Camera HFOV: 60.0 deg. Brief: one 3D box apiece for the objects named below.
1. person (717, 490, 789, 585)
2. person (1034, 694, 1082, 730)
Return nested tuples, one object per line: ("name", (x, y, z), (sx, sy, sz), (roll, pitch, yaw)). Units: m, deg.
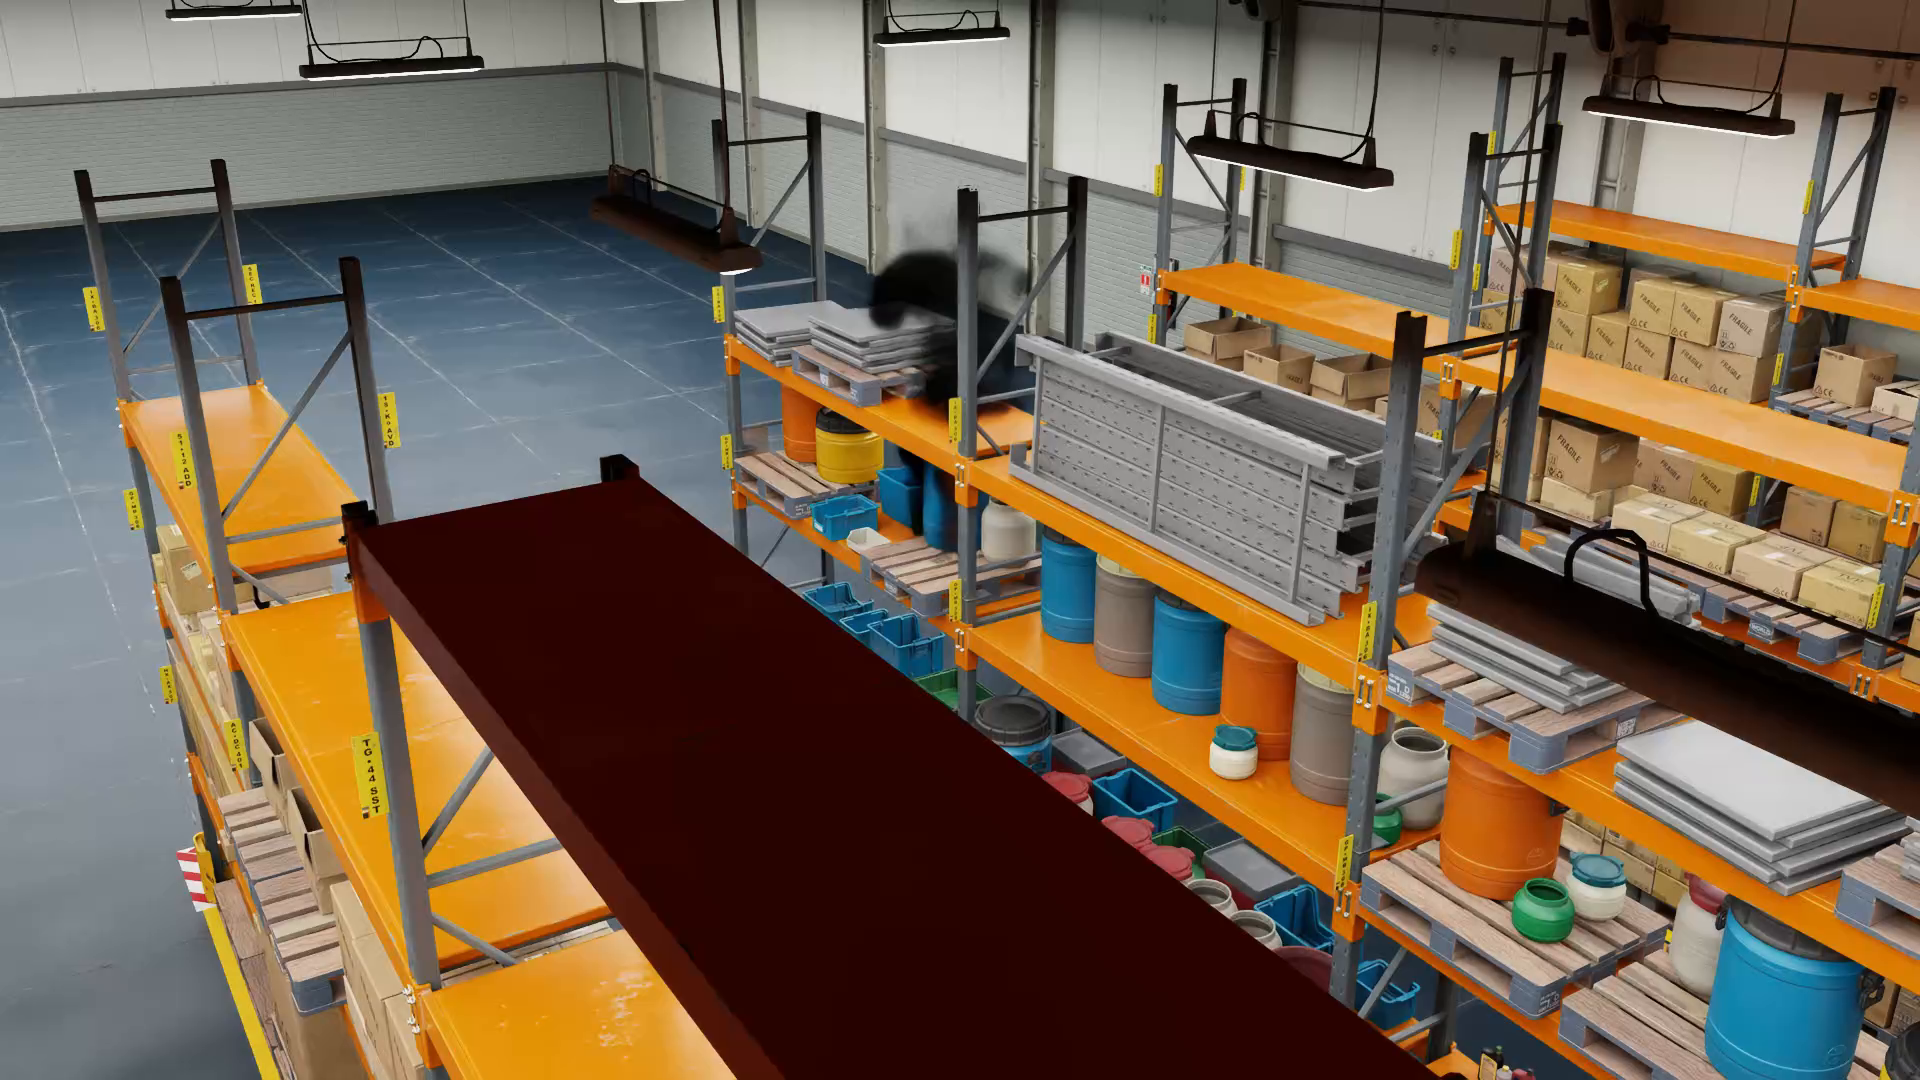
("person", (-2.434, -0.224, 19.535), (0.791, 1.837, 0.652), (-3, 22, -8))
("person", (0.885, 1.252, 15.113), (0.661, 1.786, 0.871), (-18, 28, -37))
